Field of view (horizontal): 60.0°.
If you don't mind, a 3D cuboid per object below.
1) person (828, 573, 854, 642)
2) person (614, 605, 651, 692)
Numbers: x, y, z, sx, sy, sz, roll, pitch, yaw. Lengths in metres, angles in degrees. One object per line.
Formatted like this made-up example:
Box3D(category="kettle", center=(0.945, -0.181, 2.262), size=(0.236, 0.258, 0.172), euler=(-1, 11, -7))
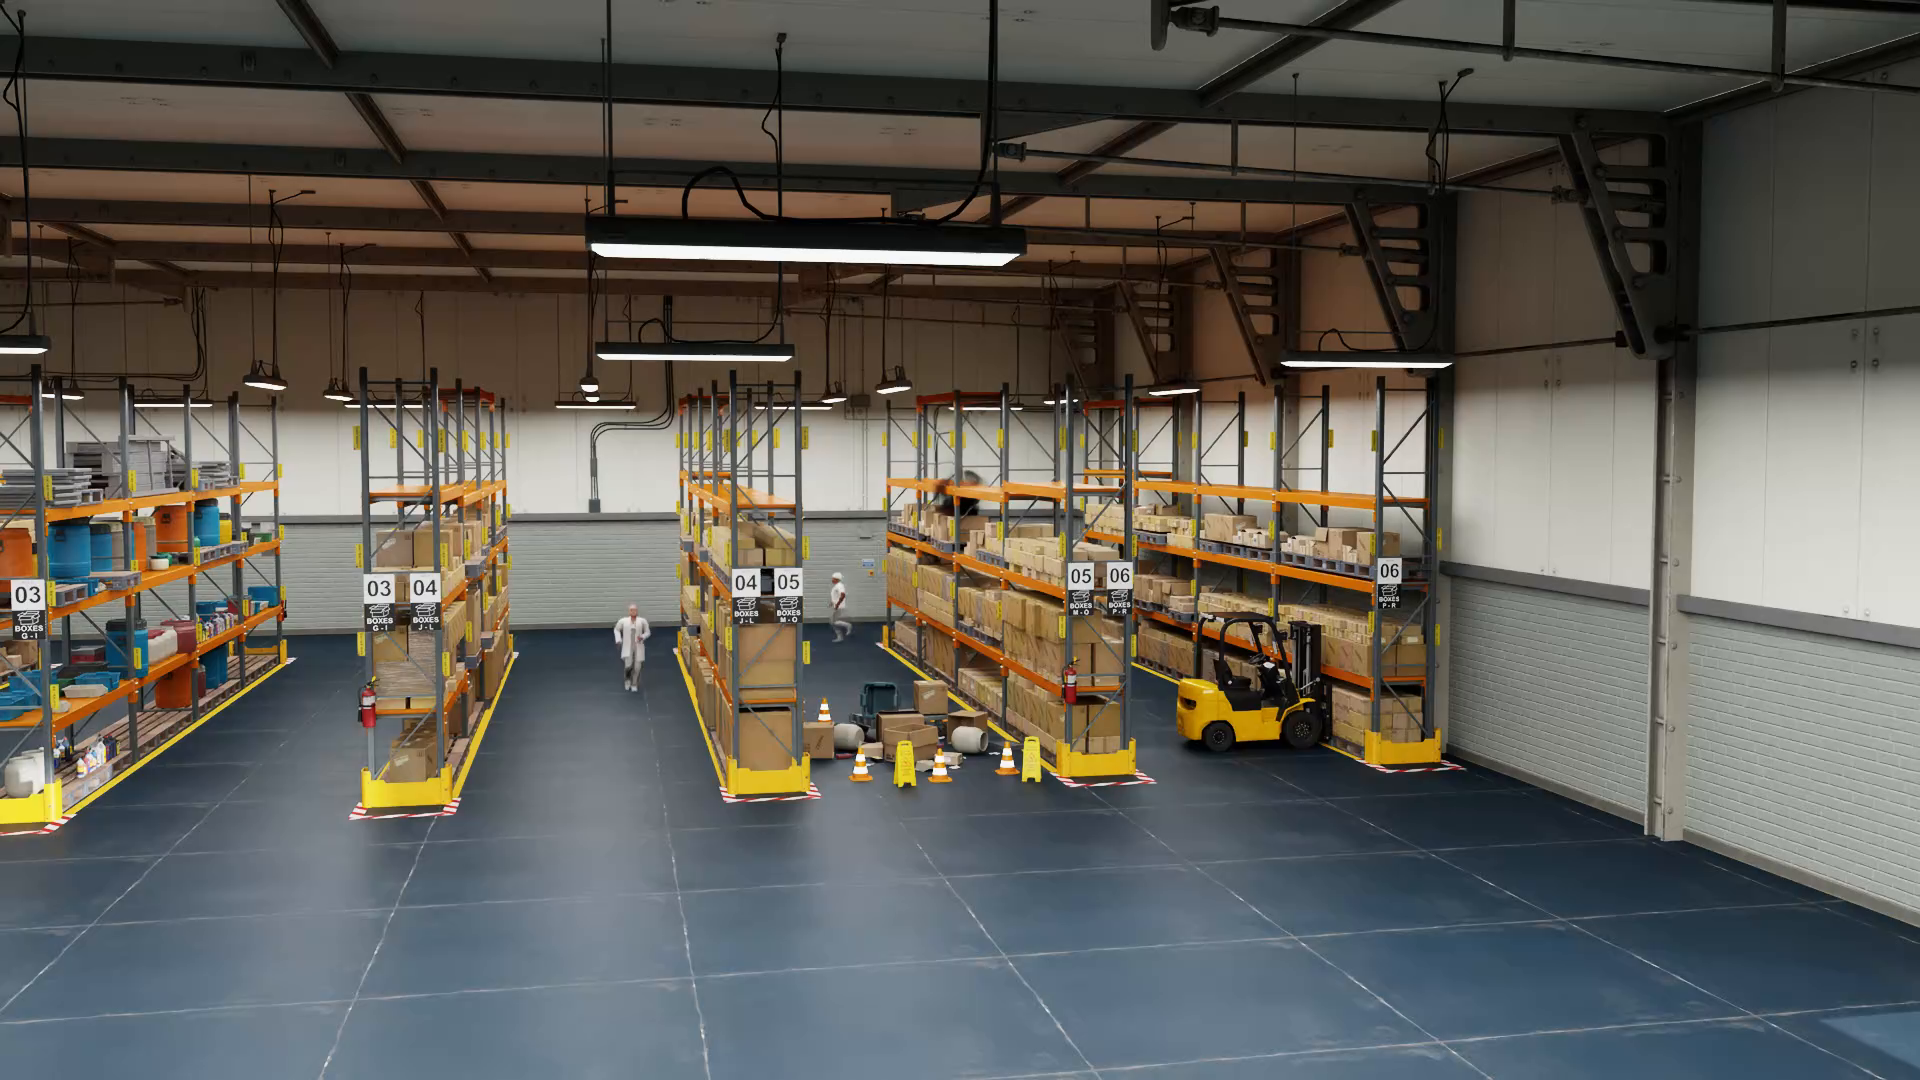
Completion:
Box3D(category="person", center=(-2.977, 1.683, 41.450), size=(0.662, 1.739, 0.716), euler=(0, 3, -2))
Box3D(category="person", center=(-6.490, 2.159, 32.992), size=(0.704, 1.734, 0.653), euler=(-1, 4, -15))
